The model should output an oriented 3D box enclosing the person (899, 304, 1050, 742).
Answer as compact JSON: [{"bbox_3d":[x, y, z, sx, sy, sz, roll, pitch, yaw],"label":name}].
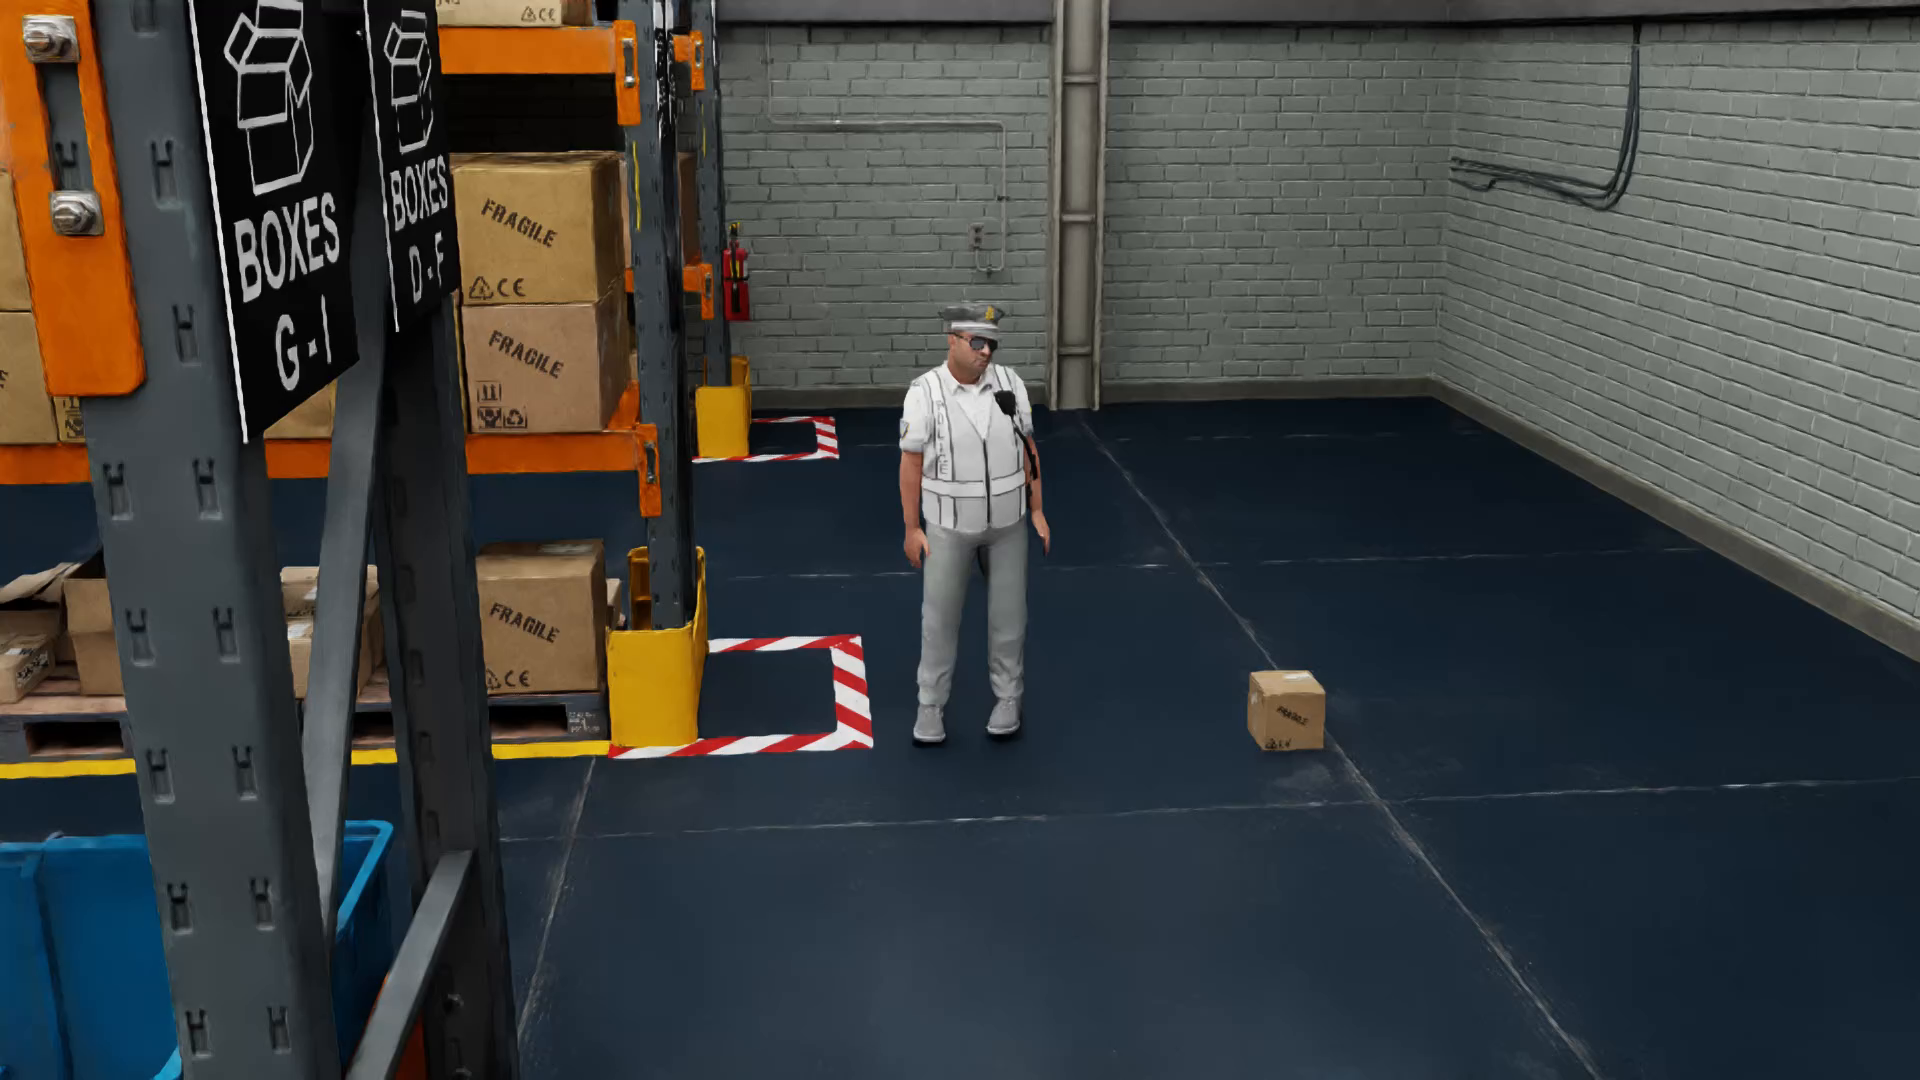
[{"bbox_3d":[0.053,-0.078,6.699,0.587,1.770,0.407,-5,17,-15],"label":"person"}]
